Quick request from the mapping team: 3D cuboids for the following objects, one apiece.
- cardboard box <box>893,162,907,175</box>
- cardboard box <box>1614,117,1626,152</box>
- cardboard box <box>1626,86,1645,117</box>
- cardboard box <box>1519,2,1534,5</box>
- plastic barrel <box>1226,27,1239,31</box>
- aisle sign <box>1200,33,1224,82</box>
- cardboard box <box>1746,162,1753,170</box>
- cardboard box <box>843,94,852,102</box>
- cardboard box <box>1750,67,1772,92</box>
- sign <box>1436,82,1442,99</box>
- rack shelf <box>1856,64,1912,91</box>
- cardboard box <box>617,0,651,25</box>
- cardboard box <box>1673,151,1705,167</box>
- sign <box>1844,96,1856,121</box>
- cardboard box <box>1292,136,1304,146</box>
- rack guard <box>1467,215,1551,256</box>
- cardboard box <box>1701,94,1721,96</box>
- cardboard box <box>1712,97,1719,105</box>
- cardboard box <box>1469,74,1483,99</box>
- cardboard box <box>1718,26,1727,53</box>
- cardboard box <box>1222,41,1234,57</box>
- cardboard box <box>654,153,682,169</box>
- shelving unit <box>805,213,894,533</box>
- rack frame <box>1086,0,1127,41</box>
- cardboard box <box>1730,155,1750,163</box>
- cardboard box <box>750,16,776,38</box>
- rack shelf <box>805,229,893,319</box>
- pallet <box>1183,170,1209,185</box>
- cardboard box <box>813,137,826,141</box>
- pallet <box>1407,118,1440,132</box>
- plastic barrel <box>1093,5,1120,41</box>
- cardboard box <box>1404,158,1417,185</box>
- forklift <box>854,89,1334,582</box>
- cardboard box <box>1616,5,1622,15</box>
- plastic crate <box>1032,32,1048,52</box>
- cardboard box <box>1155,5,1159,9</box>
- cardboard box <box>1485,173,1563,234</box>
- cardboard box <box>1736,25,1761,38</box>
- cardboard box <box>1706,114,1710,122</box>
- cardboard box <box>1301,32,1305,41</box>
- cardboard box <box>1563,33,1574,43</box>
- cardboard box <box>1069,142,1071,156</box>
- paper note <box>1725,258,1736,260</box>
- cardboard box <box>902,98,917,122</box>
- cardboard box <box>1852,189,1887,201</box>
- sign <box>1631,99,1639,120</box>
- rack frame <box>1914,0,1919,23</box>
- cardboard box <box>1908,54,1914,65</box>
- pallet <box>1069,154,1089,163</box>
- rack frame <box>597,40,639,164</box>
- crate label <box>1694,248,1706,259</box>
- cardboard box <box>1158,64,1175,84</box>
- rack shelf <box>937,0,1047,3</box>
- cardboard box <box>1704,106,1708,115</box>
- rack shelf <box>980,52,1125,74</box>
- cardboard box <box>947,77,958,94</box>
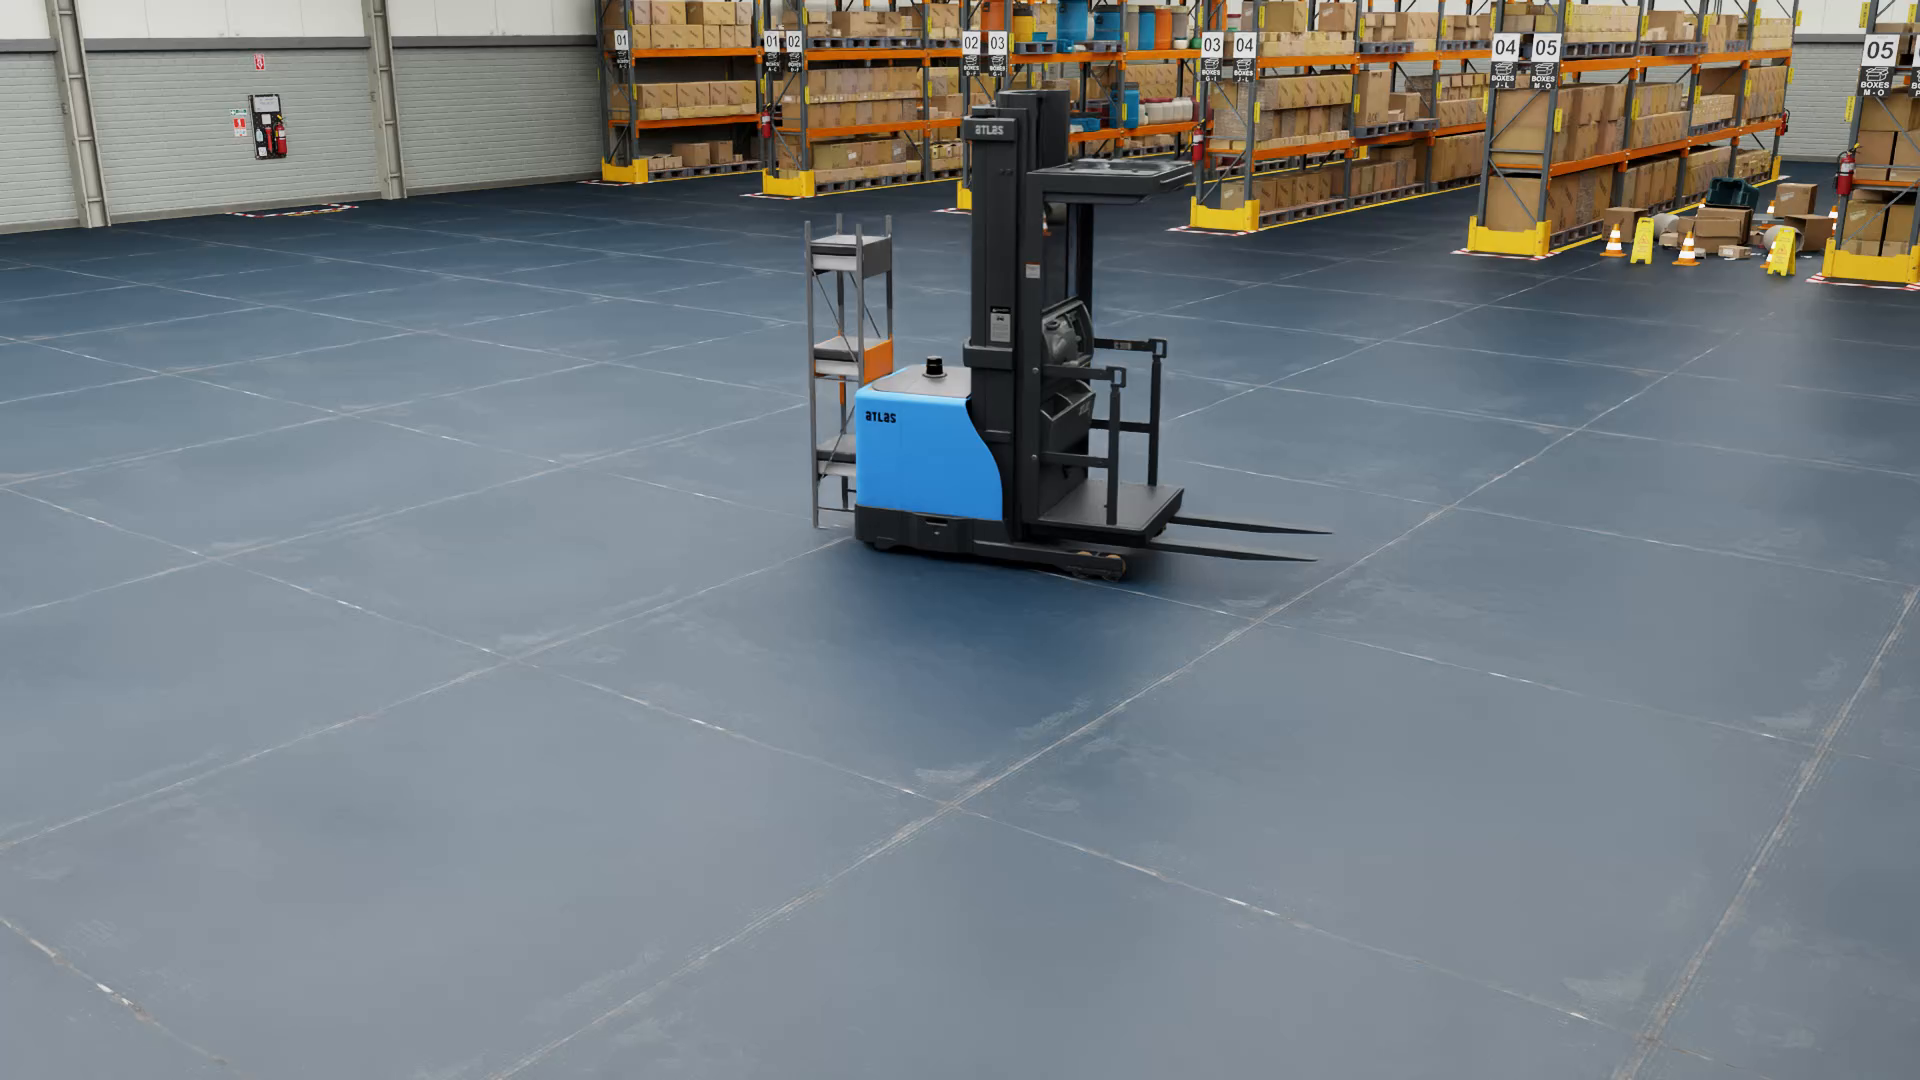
[{"bbox_3d":[-1.510,-8.076,36.120,0.500,0.250,0.500,12,21,35],"label":"cardboard box"},{"bbox_3d":[10.563,-6.785,27.781,0.875,0.550,0.550,12,21,35],"label":"cardboard box"},{"bbox_3d":[11.369,-7.571,28.710,0.700,0.500,0.500,12,21,34],"label":"cardboard box"},{"bbox_3d":[12.789,-12.169,38.005,0.500,0.250,0.500,12,21,33],"label":"cardboard box"},{"bbox_3d":[6.072,-11.302,37.077,0.294,0.245,0.294,0,17,0],"label":"plastic barrel"},{"bbox_3d":[4.189,-8.031,27.663,0.394,0.787,0.004,12,21,35],"label":"aisle sign"},{"bbox_3d":[16.755,-8.034,35.654,0.380,0.149,0.250,12,21,34],"label":"cardboard box"},{"bbox_3d":[-2.466,-9.161,34.425,0.380,0.149,0.250,12,21,33],"label":"cardboard box"},{"bbox_3d":[16.933,-9.803,35.397,0.500,0.500,0.500,12,21,33],"label":"cardboard box"},{"bbox_3d":[9.675,-9.078,33.599,0.100,0.325,0.005,12,21,35],"label":"sign"},{"bbox_3d":[13.617,-6.565,23.482,1.077,0.370,4.000,12,21,35],"label":"rack shelf"},{"bbox_3d":[-7.043,-11.393,35.927,0.500,0.500,0.500,11,20,31],"label":"cardboard box"},{"bbox_3d":[14.064,-7.363,32.138,0.500,0.250,0.500,12,21,34],"label":"cardboard box"},{"bbox_3d":[11.992,-5.806,22.399,0.100,0.325,0.005,12,21,35],"label":"sign"},{"bbox_3d":[5.800,-6.997,29.141,0.380,0.149,0.250,12,21,35],"label":"cardboard box"},{"bbox_3d":[8.376,-4.651,25.377,1.175,0.500,0.348,12,21,35],"label":"rack guard"},{"bbox_3d":[15.601,-9.063,34.702,0.500,0.500,0.500,12,21,35],"label":"cardboard box"},{"bbox_3d":[14.681,-8.633,32.698,0.380,0.149,0.250,11,21,32],"label":"cardboard box"},{"bbox_3d":[10.825,-9.821,35.951,0.797,0.503,0.637,13,21,35],"label":"cardboard box"},{"bbox_3d":[14.297,-9.565,31.762,0.500,0.500,0.500,12,21,35],"label":"cardboard box"},{"bbox_3d":[4.550,-8.272,28.017,0.500,0.250,0.500,13,21,36],"label":"cardboard box"},{"bbox_3d":[-6.643,-8.587,37.631,0.500,0.311,0.500,15,22,39],"label":"cardboard box"},{"bbox_3d":[-0.739,-1.133,11.351,0.431,2.100,0.503,7,18,20],"label":"shelving unit"},{"bbox_3d":[2.873,-11.444,32.922,1.000,3.000,0.127,12,21,35],"label":"rack frame"},{"bbox_3d":[16.589,-8.114,35.409,0.380,0.149,0.250,13,21,36],"label":"cardboard box"},{"bbox_3d":[-4.694,-12.126,39.301,0.500,0.500,0.500,16,24,42],"label":"cardboard box"},{"bbox_3d":[-0.739,-1.788,11.148,0.431,0.518,0.480,7,18,20],"label":"rack shelf"},{"bbox_3d":[4.763,-8.022,36.721,1.003,0.211,1.213,12,21,35],"label":"pallet"},{"bbox_3d":[-3.761,-9.892,41.514,0.700,0.500,0.500,12,21,34],"label":"cardboard box"},{"bbox_3d":[8.895,-8.376,33.482,1.213,0.211,1.003,12,21,35],"label":"pallet"},{"bbox_3d":[3.001,-10.410,33.806,0.600,0.901,0.708,12,21,35],"label":"plastic barrel"},{"bbox_3d":[8.851,-7.510,33.841,0.700,0.500,0.500,11,20,32],"label":"cardboard box"},{"bbox_3d":[0.873,-1.318,10.546,3.031,2.935,1.130,7,18,20],"label":"forklift"},{"bbox_3d":[10.209,-8.360,26.251,0.380,0.149,0.250,13,21,35],"label":"cardboard box"},{"bbox_3d":[1.384,-9.558,31.935,0.392,0.384,0.575,12,21,35],"label":"plastic crate"},{"bbox_3d":[4.803,-13.801,43.715,0.700,0.500,0.500,12,21,35],"label":"cardboard box"},{"bbox_3d":[8.741,-5.209,25.836,0.875,0.875,0.875,13,21,35],"label":"cardboard box"},{"bbox_3d":[16.020,-10.380,33.965,0.500,0.250,0.500,13,22,36],"label":"cardboard box"},{"bbox_3d":[14.374,-8.223,32.382,0.380,0.149,0.250,13,21,35],"label":"cardboard box"},{"bbox_3d":[5.730,-8.698,28.719,0.380,0.149,0.250,12,21,34],"label":"cardboard box"},{"bbox_3d":[8.852,-7.436,24.621,0.380,0.149,0.250,13,21,35],"label":"cardboard box"},{"bbox_3d":[2.391,-9.726,40.979,0.500,0.500,0.500,12,21,34],"label":"cardboard box"},{"bbox_3d":[11.390,-4.159,24.584,0.148,0.019,0.142,5,18,16],"label":"paper note"},{"bbox_3d":[-1.363,-9.396,36.274,0.700,0.500,0.500,12,21,33],"label":"cardboard box"},{"bbox_3d":[12.858,-4.891,23.507,0.380,0.149,0.250,13,22,36],"label":"cardboard box"},{"bbox_3d":[11.220,-7.157,27.638,0.100,0.325,0.005,12,21,35],"label":"sign"},{"bbox_3d":[14.809,-8.817,24.464,1.000,3.000,0.127,12,21,35],"label":"rack frame"},{"bbox_3d":[12.926,-6.618,22.862,0.380,0.149,0.250,13,21,35],"label":"cardboard box"},{"bbox_3d":[2.483,-9.536,41.597,1.003,0.211,1.213,12,21,35],"label":"pallet"},{"bbox_3d":[-7.467,-9.377,36.381,1.000,3.000,0.127,12,21,35],"label":"rack frame"},{"bbox_3d":[10.971,-4.276,24.784,0.250,0.136,0.298,2,17,6],"label":"crate label"},{"bbox_3d":[5.397,-12.439,44.387,0.500,0.500,0.500,13,22,36],"label":"cardboard box"},{"bbox_3d":[0.875,-15.042,46.395,1.077,0.370,4.000,12,21,35],"label":"rack shelf"},{"bbox_3d":[14.222,-8.307,32.148,0.380,0.149,0.250,12,21,35],"label":"cardboard box"},{"bbox_3d":[1.681,-9.191,31.939,1.077,0.370,4.000,12,21,35],"label":"rack shelf"},{"bbox_3d":[-0.390,-12.280,45.025,0.500,0.500,0.500,12,21,34],"label":"cardboard box"}]
